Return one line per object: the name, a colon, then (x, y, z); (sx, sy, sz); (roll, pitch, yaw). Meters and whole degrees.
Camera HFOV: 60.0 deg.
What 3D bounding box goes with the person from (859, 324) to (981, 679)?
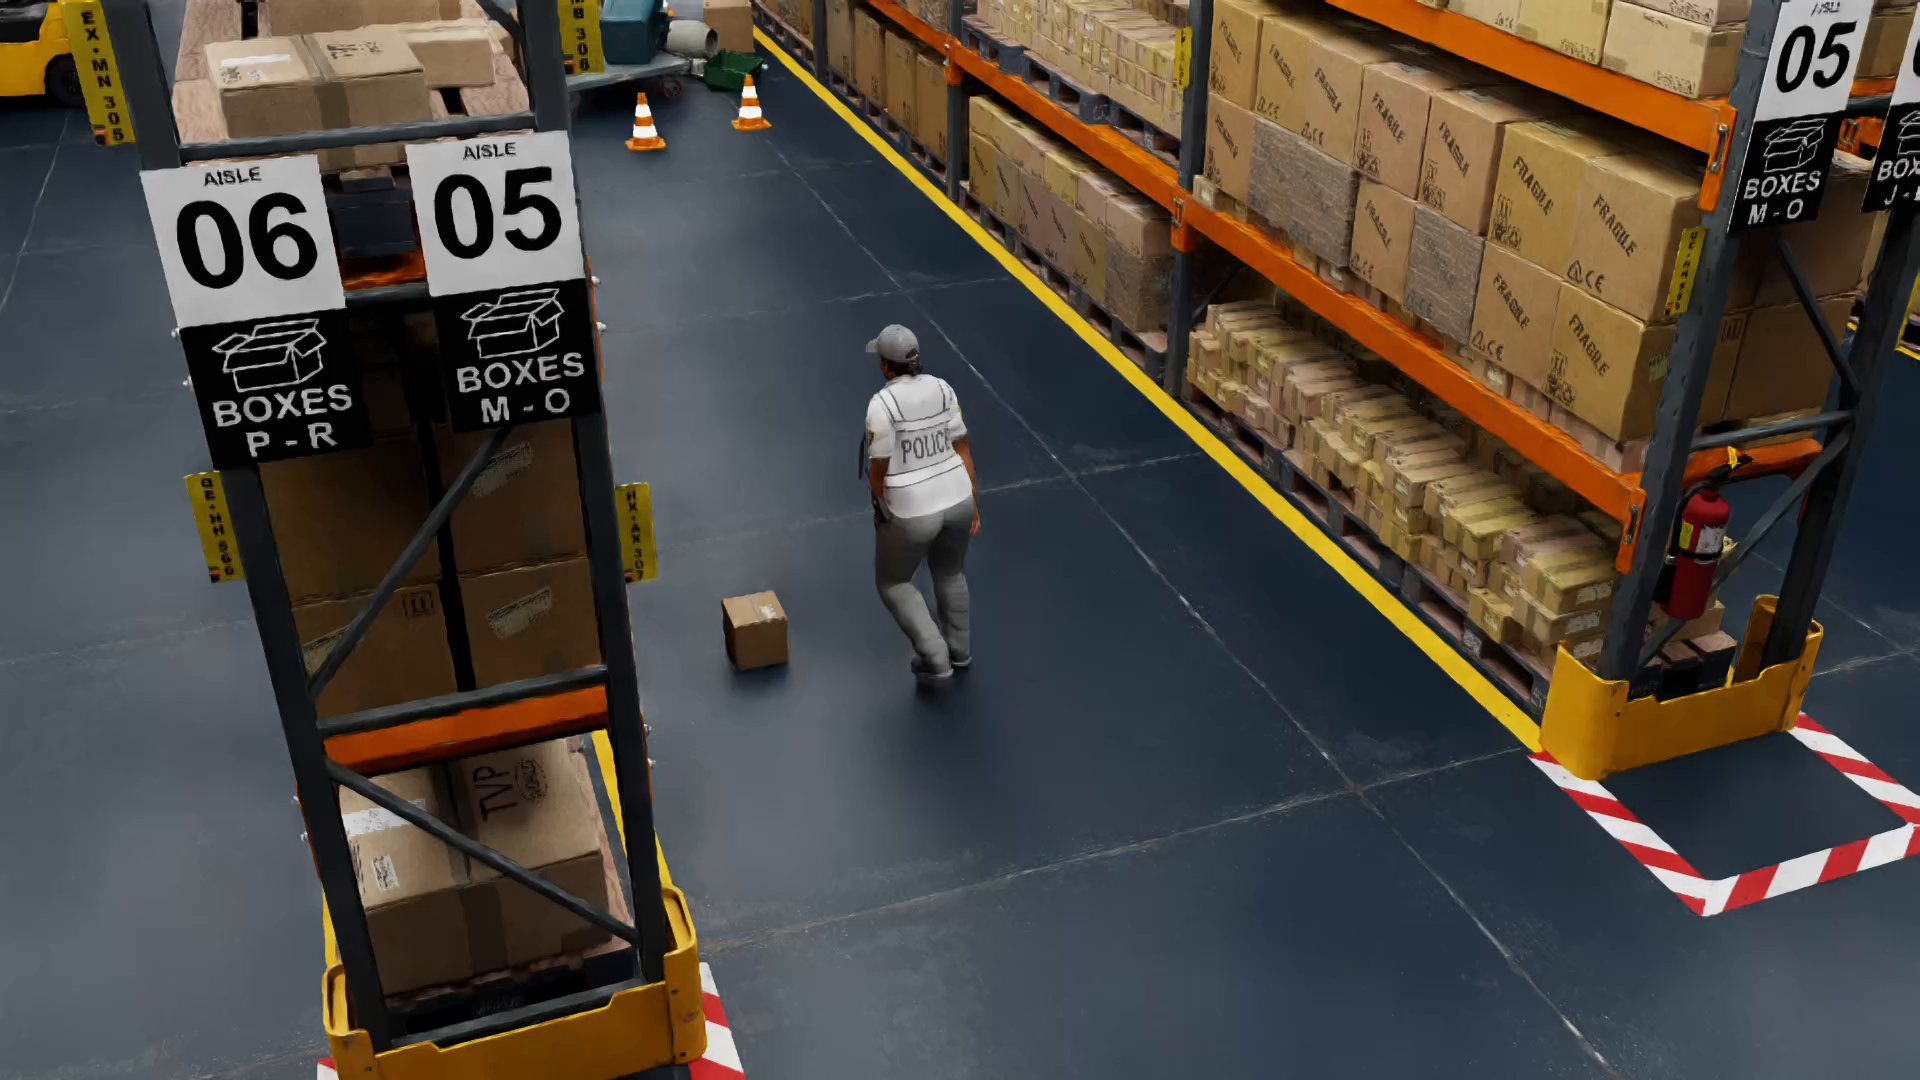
person: (-0.170, -0.134, 7.385); (0.485, 1.641, 0.682); (-23, 37, -34)
